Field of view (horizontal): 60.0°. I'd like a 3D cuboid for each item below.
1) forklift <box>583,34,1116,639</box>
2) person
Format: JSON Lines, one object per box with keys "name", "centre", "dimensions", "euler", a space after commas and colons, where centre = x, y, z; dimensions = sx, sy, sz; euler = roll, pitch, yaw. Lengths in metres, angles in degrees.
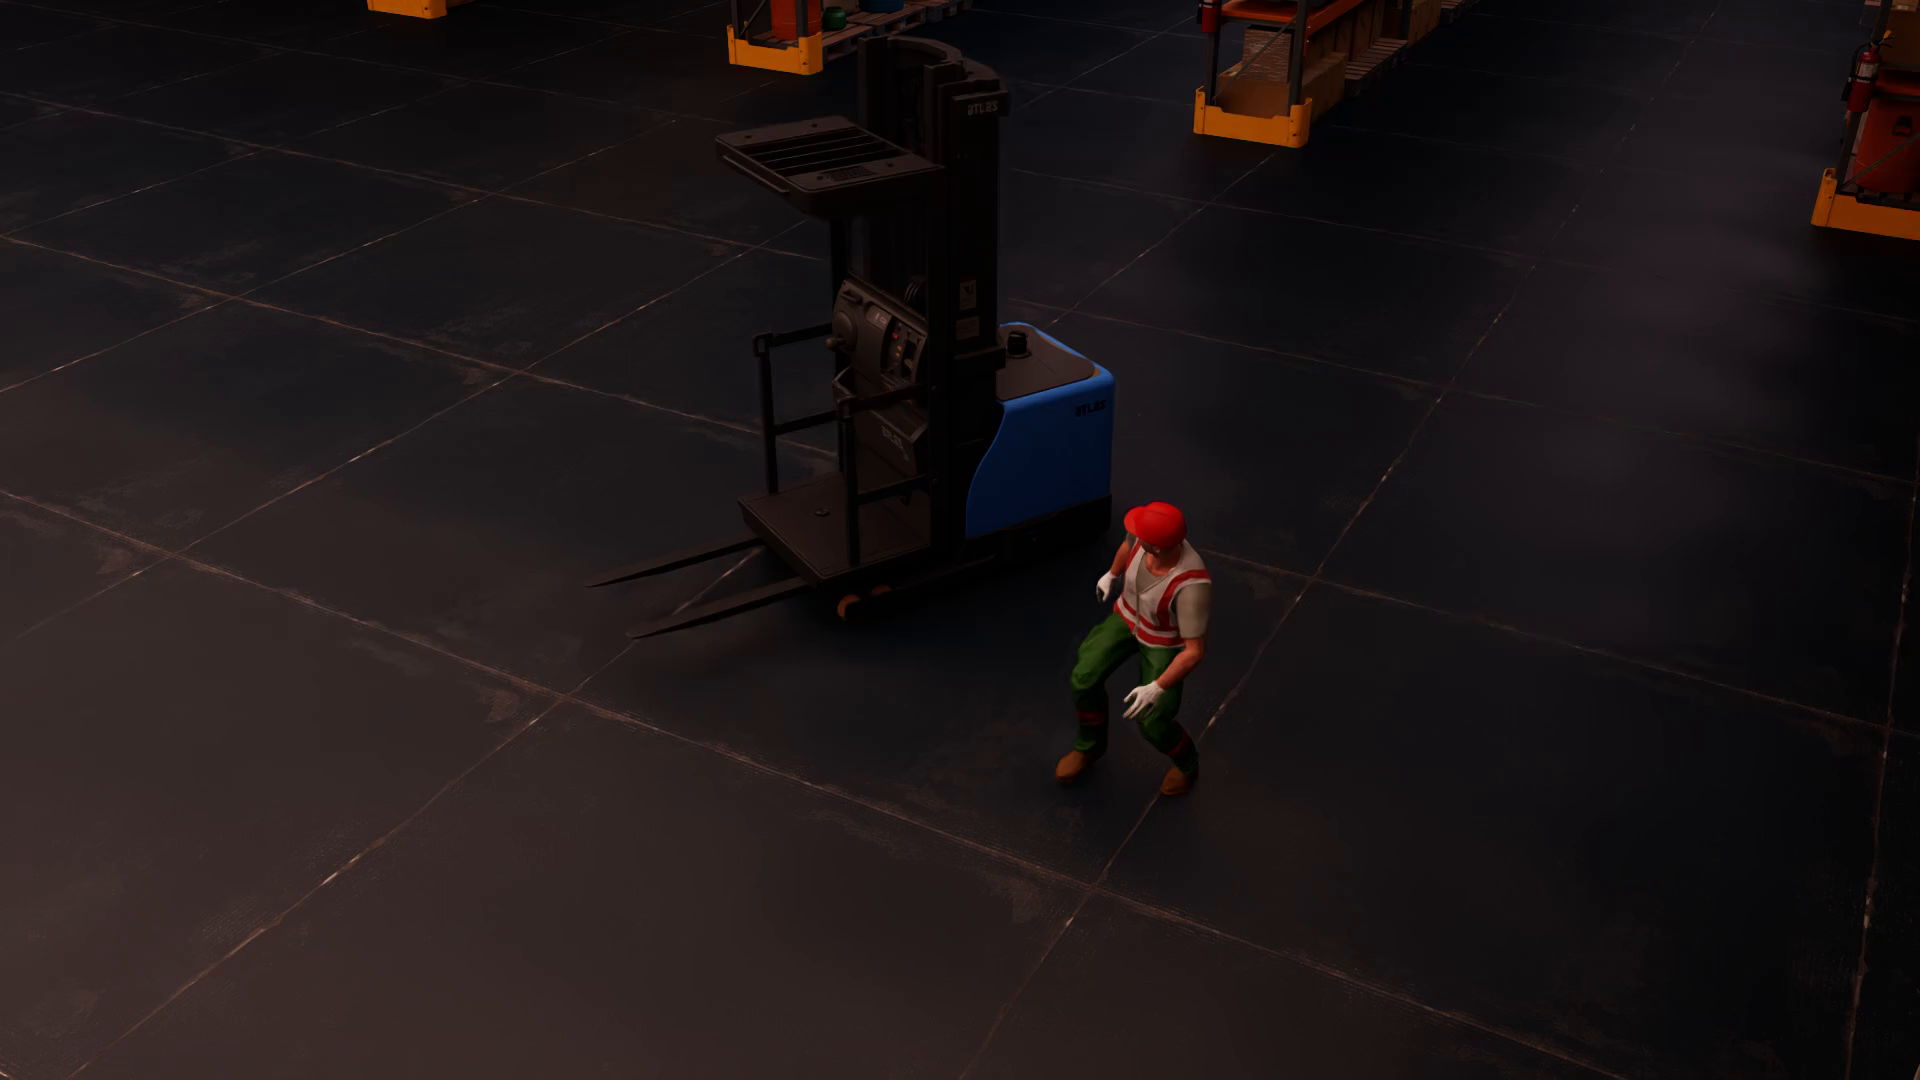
{"name": "forklift", "centre": [-0.615, -1.104, 8.983], "dimensions": [3.031, 2.935, 1.130], "euler": [-17, 34, -27]}
{"name": "person", "centre": [0.797, 0.464, 7.676], "dimensions": [0.789, 1.554, 0.740], "euler": [22, 37, 33]}
